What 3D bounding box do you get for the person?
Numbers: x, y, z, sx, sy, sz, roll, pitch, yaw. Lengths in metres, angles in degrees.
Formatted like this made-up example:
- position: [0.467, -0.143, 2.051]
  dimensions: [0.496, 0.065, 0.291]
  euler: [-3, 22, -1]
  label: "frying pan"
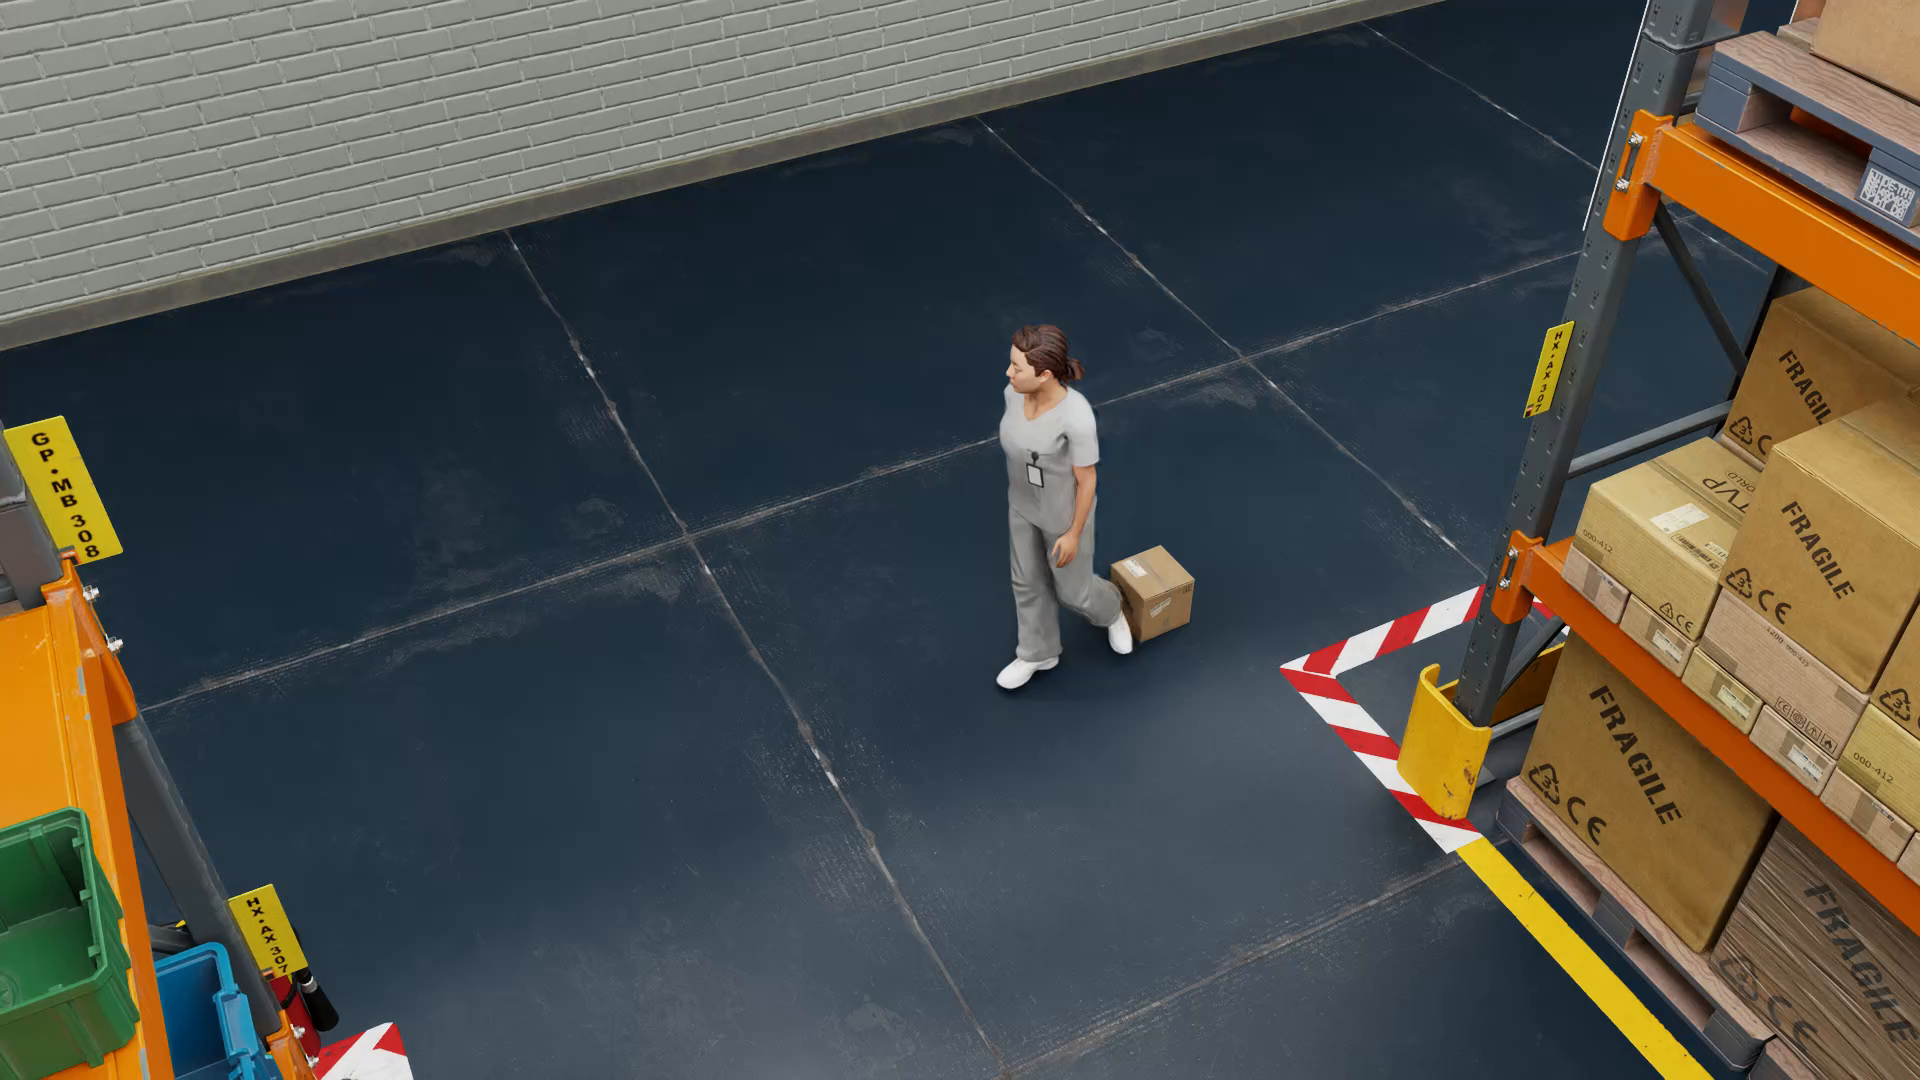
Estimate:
- position: [0.404, -0.143, 6.320]
  dimensions: [0.501, 1.666, 0.616]
  euler: [32, 51, 31]
  label: "person"
